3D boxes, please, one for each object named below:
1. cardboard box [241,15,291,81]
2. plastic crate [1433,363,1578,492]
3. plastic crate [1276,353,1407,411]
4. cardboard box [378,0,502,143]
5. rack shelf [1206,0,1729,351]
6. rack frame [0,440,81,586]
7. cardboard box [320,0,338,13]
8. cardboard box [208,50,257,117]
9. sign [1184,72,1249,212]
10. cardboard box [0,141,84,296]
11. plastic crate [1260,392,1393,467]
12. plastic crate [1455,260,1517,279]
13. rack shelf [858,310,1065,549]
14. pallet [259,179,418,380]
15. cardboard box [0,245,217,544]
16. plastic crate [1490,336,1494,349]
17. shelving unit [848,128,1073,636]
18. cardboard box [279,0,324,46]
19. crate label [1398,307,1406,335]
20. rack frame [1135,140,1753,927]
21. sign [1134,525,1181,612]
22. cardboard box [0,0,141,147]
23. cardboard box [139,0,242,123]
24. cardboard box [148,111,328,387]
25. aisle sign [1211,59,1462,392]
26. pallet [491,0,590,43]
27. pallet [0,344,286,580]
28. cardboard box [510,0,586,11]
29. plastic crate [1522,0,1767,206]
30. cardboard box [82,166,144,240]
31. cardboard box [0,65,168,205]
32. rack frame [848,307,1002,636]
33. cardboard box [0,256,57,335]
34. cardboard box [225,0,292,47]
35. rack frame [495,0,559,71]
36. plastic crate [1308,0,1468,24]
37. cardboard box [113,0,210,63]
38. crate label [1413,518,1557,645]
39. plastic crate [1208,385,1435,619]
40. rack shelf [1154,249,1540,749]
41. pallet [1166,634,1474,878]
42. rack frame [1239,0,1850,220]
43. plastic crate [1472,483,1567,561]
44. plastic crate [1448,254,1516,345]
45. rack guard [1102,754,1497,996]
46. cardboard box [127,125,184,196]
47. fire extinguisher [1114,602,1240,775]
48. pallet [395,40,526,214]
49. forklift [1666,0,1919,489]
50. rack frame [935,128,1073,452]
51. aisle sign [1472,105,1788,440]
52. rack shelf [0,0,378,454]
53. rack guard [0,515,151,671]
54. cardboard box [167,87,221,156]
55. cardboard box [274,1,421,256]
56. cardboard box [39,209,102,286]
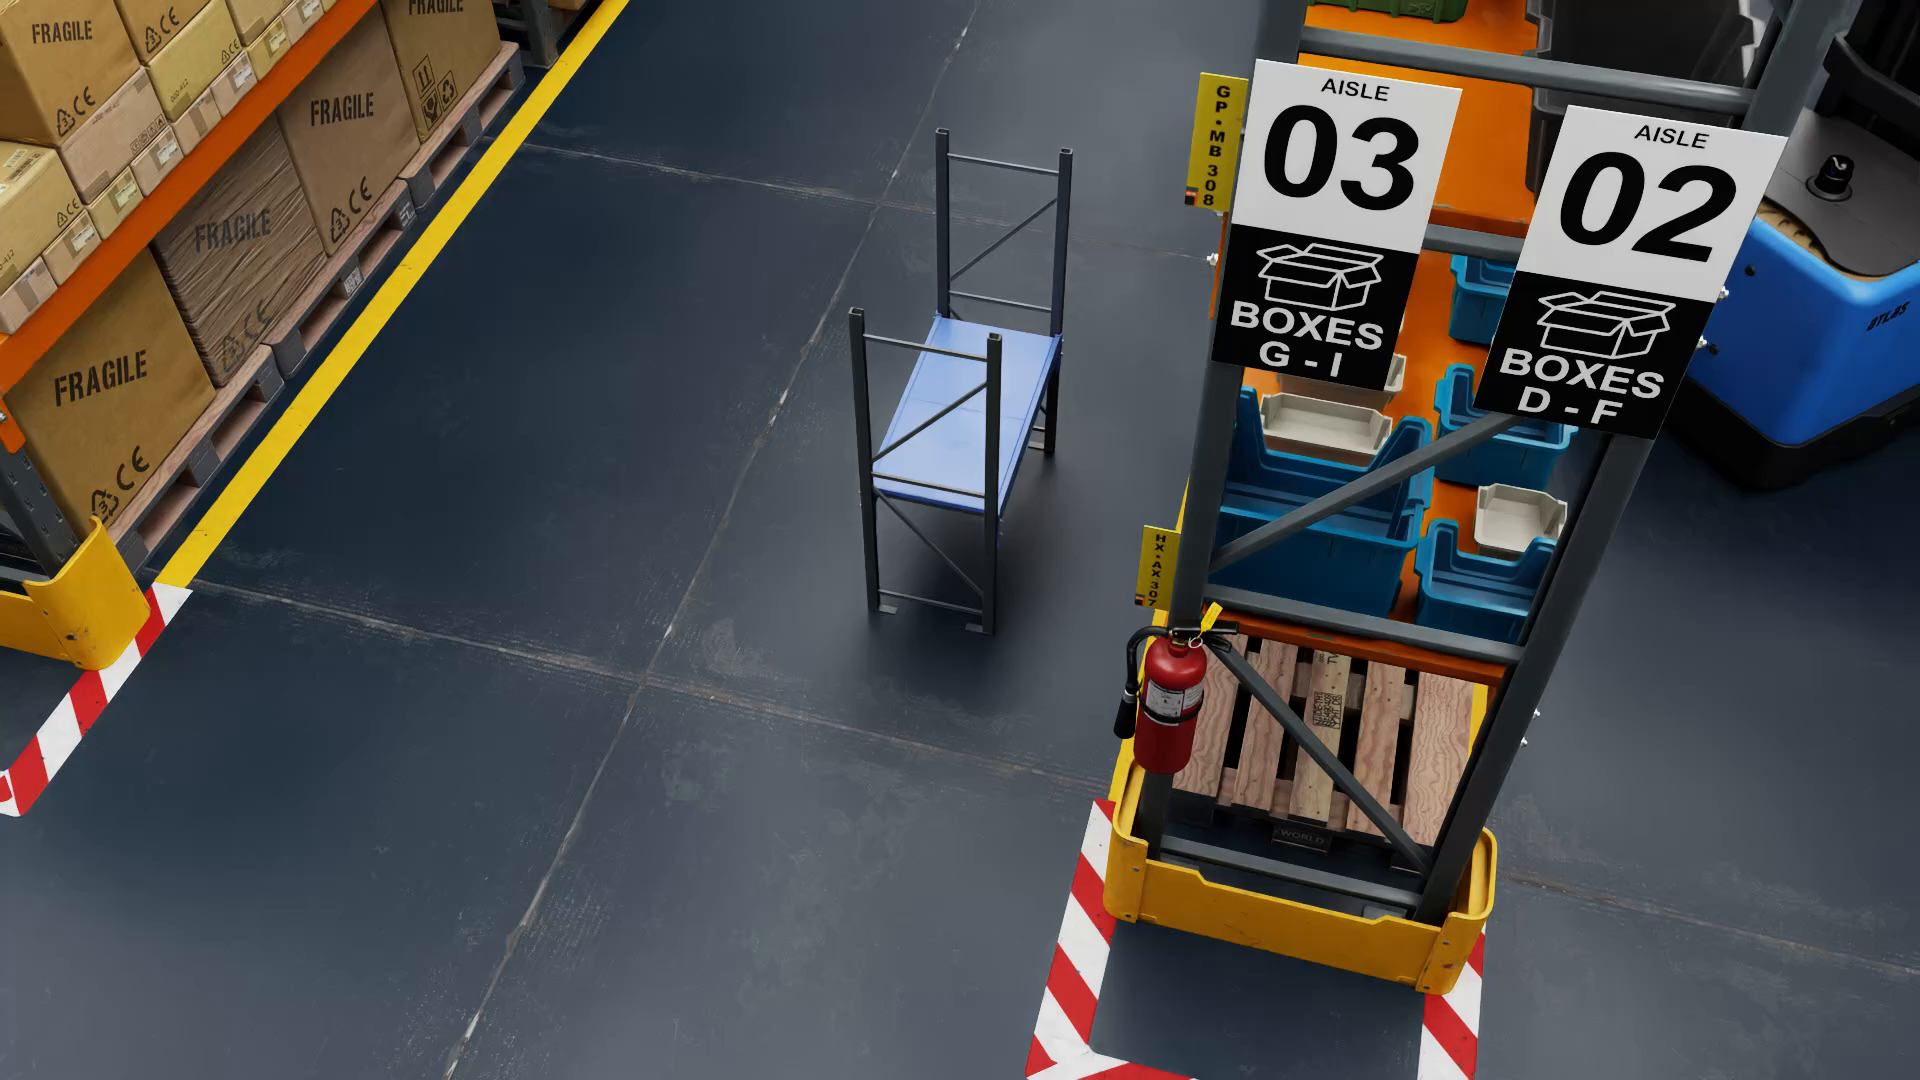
[{"bbox_3d":[-2.895,-1.968,6.573,0.380,0.149,0.250,10,49,9],"label":"cardboard box"},{"bbox_3d":[1.624,-0.324,5.026,0.416,0.233,0.300,12,50,10],"label":"plastic crate"},{"bbox_3d":[1.198,-0.534,5.276,0.396,0.136,0.243,12,50,10],"label":"plastic crate"},{"bbox_3d":[-2.908,-2.614,8.113,0.875,0.875,0.875,12,50,10],"label":"cardboard box"},{"bbox_3d":[1.594,-1.971,4.887,1.077,0.370,4.000,12,50,10],"label":"rack shelf"},{"bbox_3d":[-3.710,-0.747,5.327,1.000,3.000,0.127,12,50,10],"label":"rack frame"},{"bbox_3d":[-2.760,-2.342,6.903,0.380,0.149,0.250,11,49,9],"label":"cardboard box"},{"bbox_3d":[-2.962,-1.786,6.412,0.380,0.149,0.250,11,50,10],"label":"cardboard box"},{"bbox_3d":[0.533,-0.824,3.465,0.100,0.325,0.005,12,50,10],"label":"sign"},{"bbox_3d":[-3.323,-1.090,5.531,0.500,0.250,0.500,10,49,9],"label":"cardboard box"},{"bbox_3d":[1.108,-0.328,5.093,0.396,0.136,0.243,12,50,10],"label":"plastic crate"},{"bbox_3d":[1.876,-1.017,5.637,0.416,0.233,0.300,12,50,10],"label":"plastic crate"},{"bbox_3d":[0.022,-0.439,6.296,0.538,0.185,1.000,12,50,10],"label":"rack shelf"},{"bbox_3d":[-3.252,-1.298,7.673,1.003,0.211,1.213,12,50,10],"label":"pallet"},{"bbox_3d":[-3.619,-0.661,6.389,0.875,0.875,0.875,12,50,10],"label":"cardboard box"},{"bbox_3d":[1.793,-0.522,5.265,0.250,0.136,0.298,12,50,10],"label":"plastic crate"},{"bbox_3d":[0.022,-0.558,6.161,0.538,1.500,1.048,12,50,10],"label":"shelving unit"},{"bbox_3d":[-2.828,-2.158,6.741,0.380,0.149,0.250,12,50,11],"label":"cardboard box"},{"bbox_3d":[1.248,-0.741,5.458,0.396,0.136,0.243,12,50,10],"label":"crate label"},{"bbox_3d":[1.068,0.231,4.465,1.000,3.000,0.127,12,50,10],"label":"rack frame"},{"bbox_3d":[0.533,0.080,4.489,0.100,0.325,0.005,12,50,10],"label":"sign"},{"bbox_3d":[-3.192,-1.699,5.570,0.500,0.500,0.500,10,49,9],"label":"cardboard box"},{"bbox_3d":[-3.057,-1.830,6.185,0.500,0.250,0.500,10,49,9],"label":"cardboard box"},{"bbox_3d":[-3.379,-1.320,6.970,0.875,0.875,0.875,12,50,10],"label":"cardboard box"},{"bbox_3d":[0.766,-0.635,3.495,0.394,0.787,0.004,12,50,10],"label":"aisle sign"},{"bbox_3d":[-2.527,-3.290,9.432,1.003,0.211,1.213,12,50,10],"label":"pallet"},{"bbox_3d":[-3.575,-0.418,6.897,1.003,0.211,1.213,12,50,10],"label":"pallet"},{"bbox_3d":[-2.508,-3.543,8.932,1.225,0.875,0.875,12,50,10],"label":"cardboard box"},{"bbox_3d":[1.438,-0.942,3.586,0.497,0.269,0.590,12,50,10],"label":"plastic crate"},{"bbox_3d":[-3.165,-1.227,5.918,0.380,0.149,0.250,11,49,9],"label":"cardboard box"},{"bbox_3d":[-3.193,-1.467,5.864,0.500,0.250,0.500,11,49,10],"label":"cardboard box"},{"bbox_3d":[-0.111,-0.190,5.836,0.500,1.500,0.032,12,50,10],"label":"rack frame"},{"bbox_3d":[-3.298,-0.855,5.591,0.380,0.149,0.250,12,50,10],"label":"cardboard box"},{"bbox_3d":[-2.925,-2.208,6.519,0.500,0.250,0.500,11,49,9],"label":"cardboard box"},{"bbox_3d":[-2.657,-3.640,7.881,1.000,3.000,0.127,12,50,10],"label":"rack frame"},{"bbox_3d":[1.052,-1.462,4.099,0.450,0.188,0.336,12,50,10],"label":"plastic crate"},{"bbox_3d":[-3.061,-2.075,5.901,0.500,0.500,0.500,10,49,9],"label":"cardboard box"},{"bbox_3d":[1.451,0.152,4.605,0.416,0.233,0.303,12,50,10],"label":"crate label"},{"bbox_3d":[0.976,-0.080,4.675,0.616,0.435,0.499,12,50,10],"label":"plastic crate"},{"bbox_3d":[1.594,-0.978,6.011,1.077,0.370,4.000,12,50,10],"label":"rack shelf"},{"bbox_3d":[1.323,0.564,6.030,1.003,0.211,1.213,12,50,10],"label":"pallet"},{"bbox_3d":[1.068,-1.755,2.215,1.000,3.000,0.127,12,50,10],"label":"rack frame"},{"bbox_3d":[1.615,-0.031,4.832,0.250,0.136,0.298,12,50,10],"label":"plastic crate"},{"bbox_3d":[1.797,-0.800,5.446,0.416,0.233,0.300,12,50,10],"label":"plastic crate"},{"bbox_3d":[1.074,1.078,5.384,1.175,0.500,0.348,12,50,10],"label":"rack guard"},{"bbox_3d":[-3.098,-1.415,6.085,0.380,0.149,0.250,11,49,9],"label":"cardboard box"},{"bbox_3d":[0.590,0.399,4.616,0.296,0.674,0.183,12,50,10],"label":"fire extinguisher"},{"bbox_3d":[-2.933,-2.183,8.455,1.003,0.211,1.213,12,50,10],"label":"pallet"},{"bbox_3d":[4.298,-2.013,6.490,3.031,2.935,1.130,-24,53,-20],"label":"forklift"},{"bbox_3d":[0.156,-0.926,6.486,0.500,1.500,0.032,12,50,10],"label":"rack frame"},{"bbox_3d":[1.336,-0.519,3.392,0.394,0.787,0.004,12,50,10],"label":"aisle sign"},{"bbox_3d":[-3.184,-1.955,6.874,1.077,0.370,4.000,12,50,10],"label":"rack shelf"},{"bbox_3d":[-3.717,0.098,6.249,1.175,0.500,0.348,12,50,10],"label":"rack guard"},{"bbox_3d":[-3.030,-1.599,6.247,0.380,0.149,0.250,11,49,9],"label":"cardboard box"},{"bbox_3d":[-3.145,-1.963,7.538,0.875,0.875,0.875,12,50,10],"label":"cardboard box"},{"bbox_3d":[-3.232,-1.041,5.755,0.380,0.149,0.250,11,49,9],"label":"cardboard box"}]
